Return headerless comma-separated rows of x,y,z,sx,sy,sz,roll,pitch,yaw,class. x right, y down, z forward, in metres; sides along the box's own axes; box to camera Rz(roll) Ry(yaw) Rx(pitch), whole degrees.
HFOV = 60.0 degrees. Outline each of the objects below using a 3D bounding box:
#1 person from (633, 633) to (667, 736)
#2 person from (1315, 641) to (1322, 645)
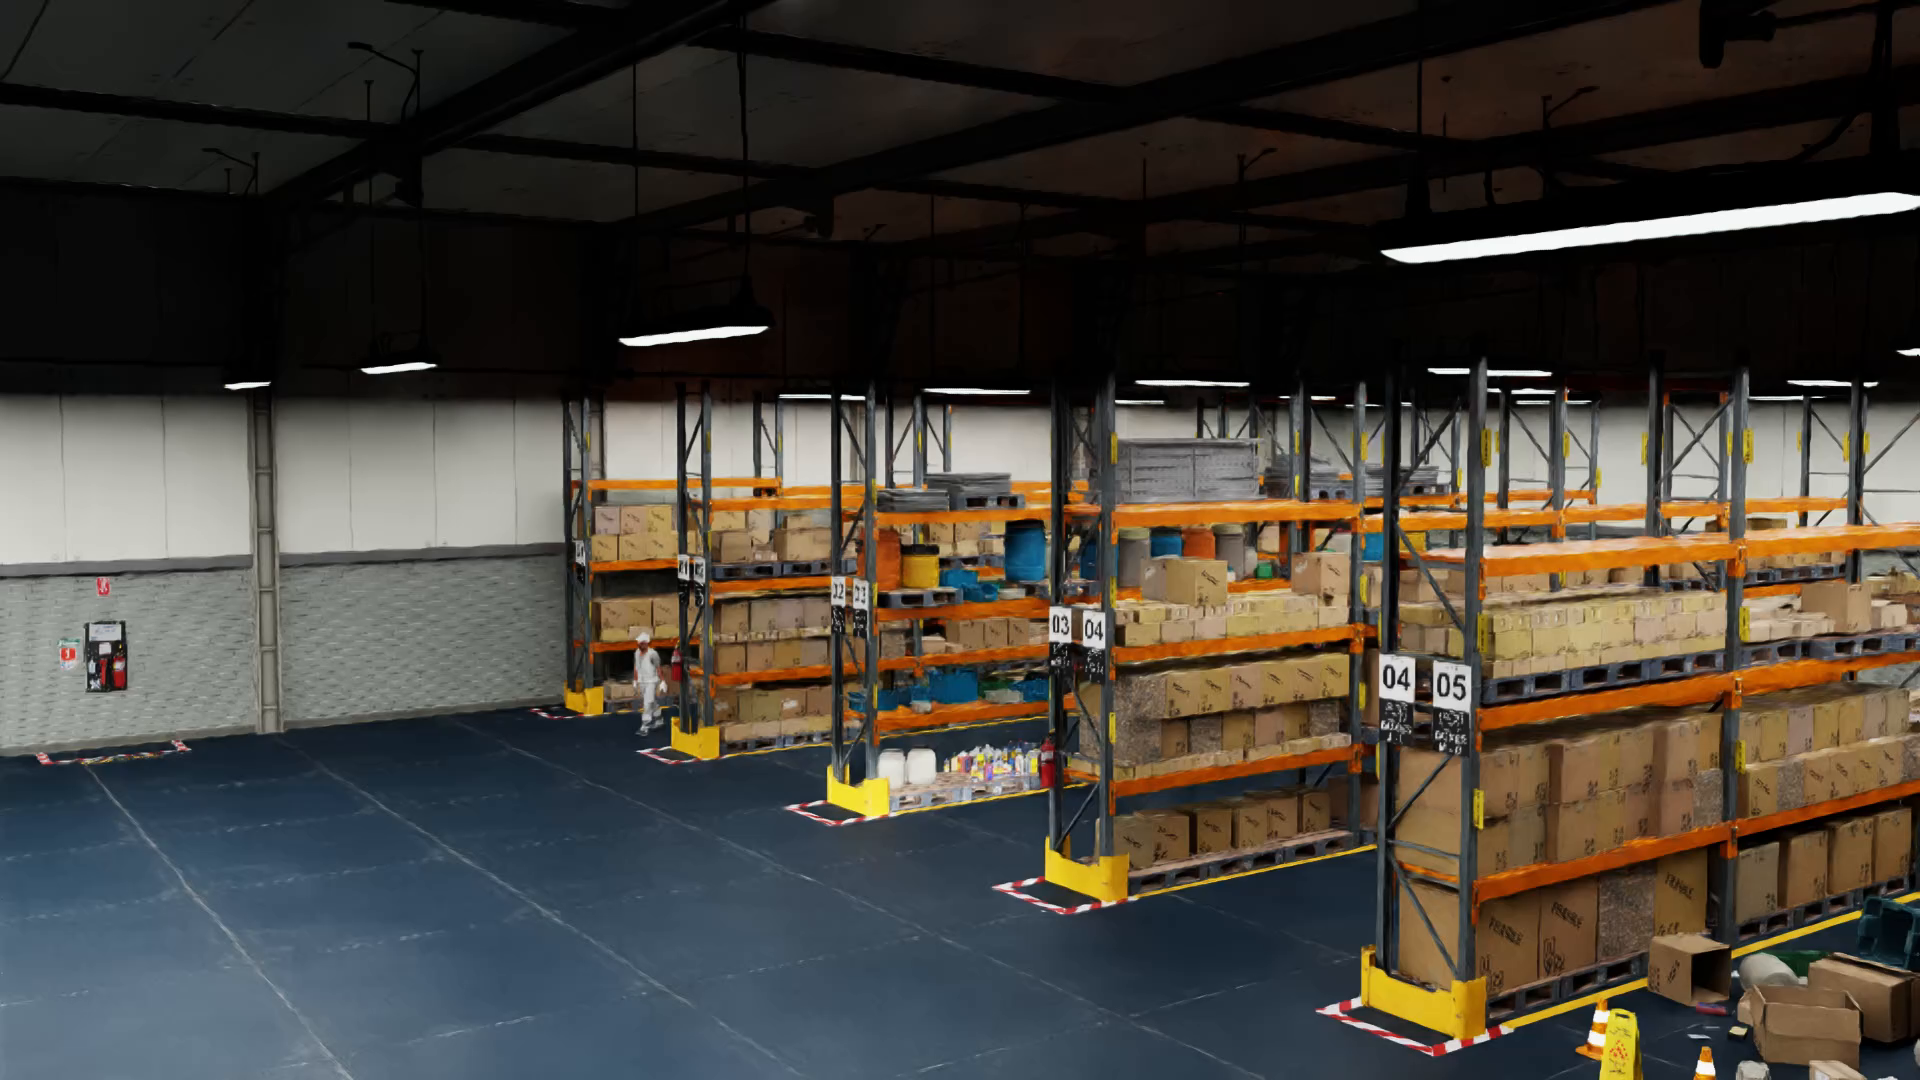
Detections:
-5.344,2.460,28.668,0.597,1.745,0.808,2,4,33,person
7.183,2.242,32.754,0.989,1.624,0.500,-3,5,-36,person
